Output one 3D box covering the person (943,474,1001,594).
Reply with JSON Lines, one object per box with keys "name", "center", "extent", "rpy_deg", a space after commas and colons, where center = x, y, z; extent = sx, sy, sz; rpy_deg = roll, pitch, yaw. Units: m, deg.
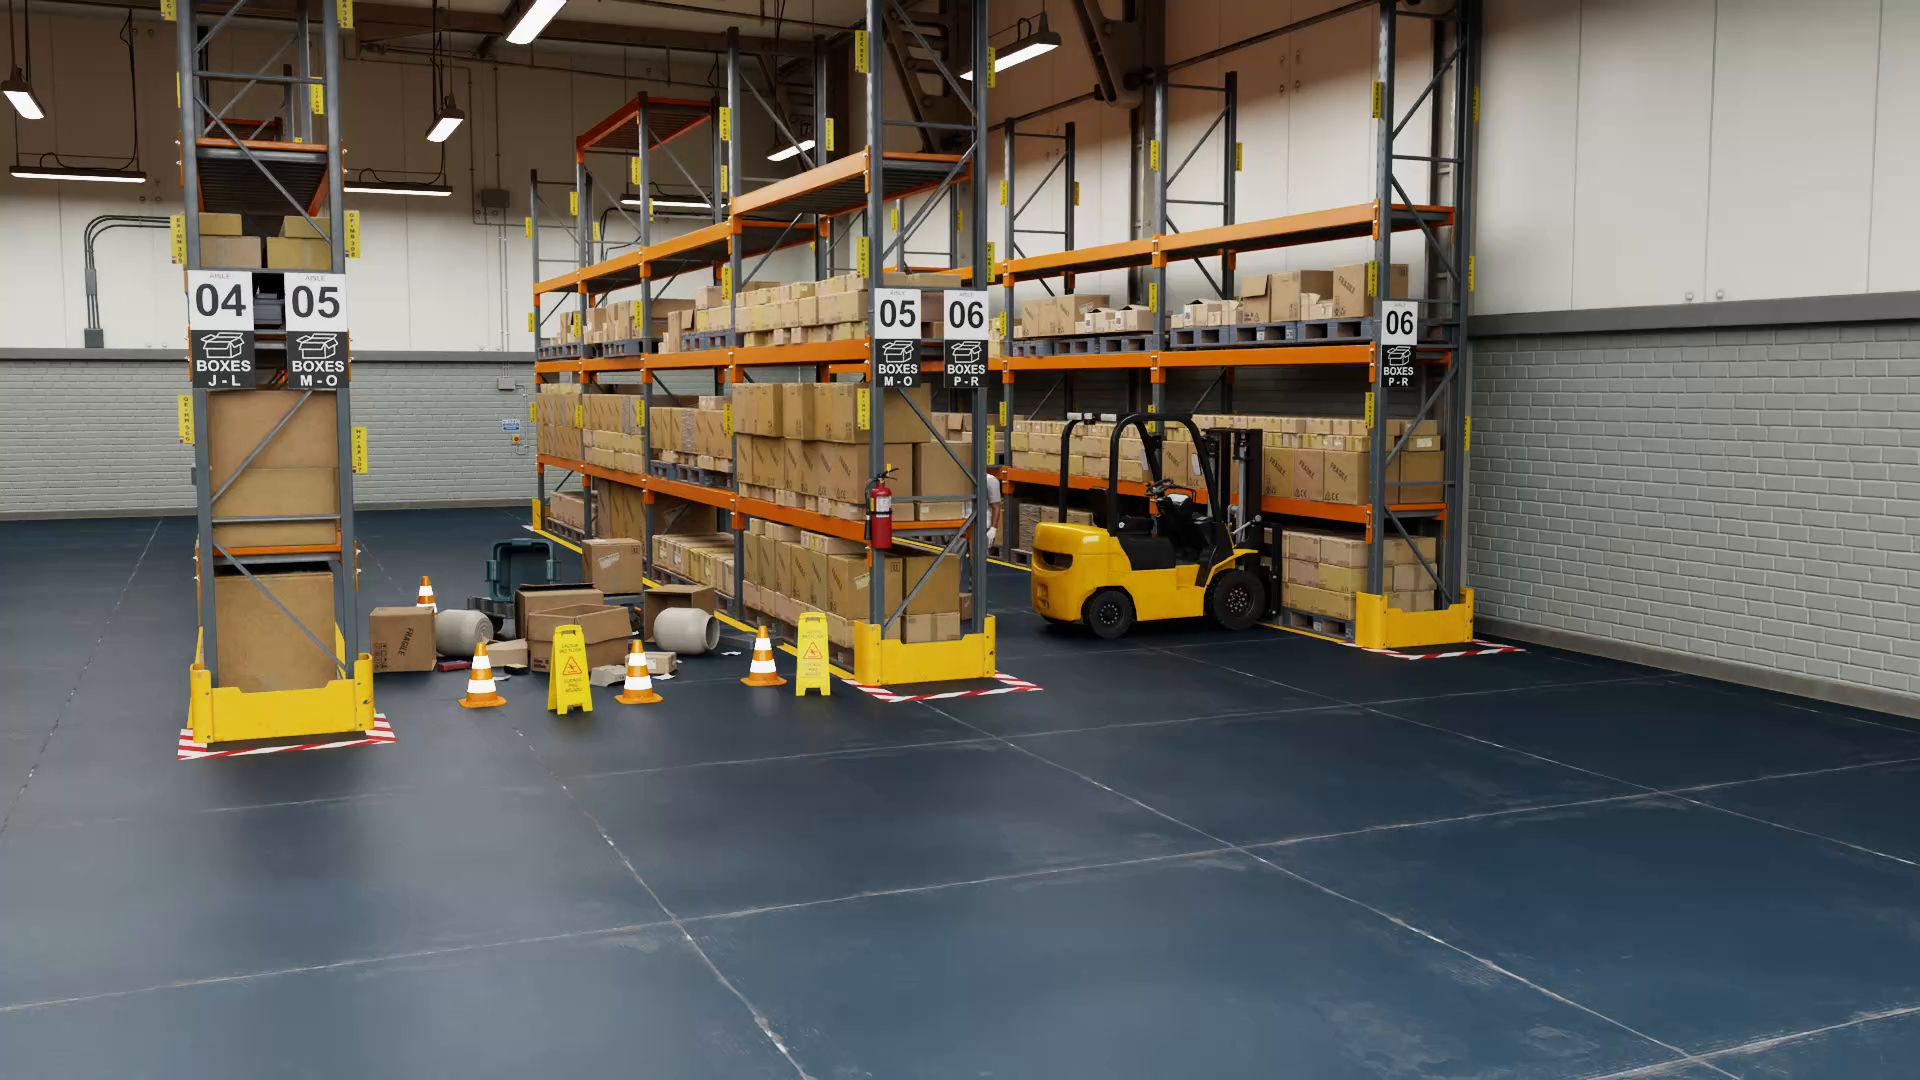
{"name": "person", "center": [0.076, -0.094, 17.512], "extent": [0.656, 1.782, 0.577], "rpy_deg": [4, 6, 34]}
